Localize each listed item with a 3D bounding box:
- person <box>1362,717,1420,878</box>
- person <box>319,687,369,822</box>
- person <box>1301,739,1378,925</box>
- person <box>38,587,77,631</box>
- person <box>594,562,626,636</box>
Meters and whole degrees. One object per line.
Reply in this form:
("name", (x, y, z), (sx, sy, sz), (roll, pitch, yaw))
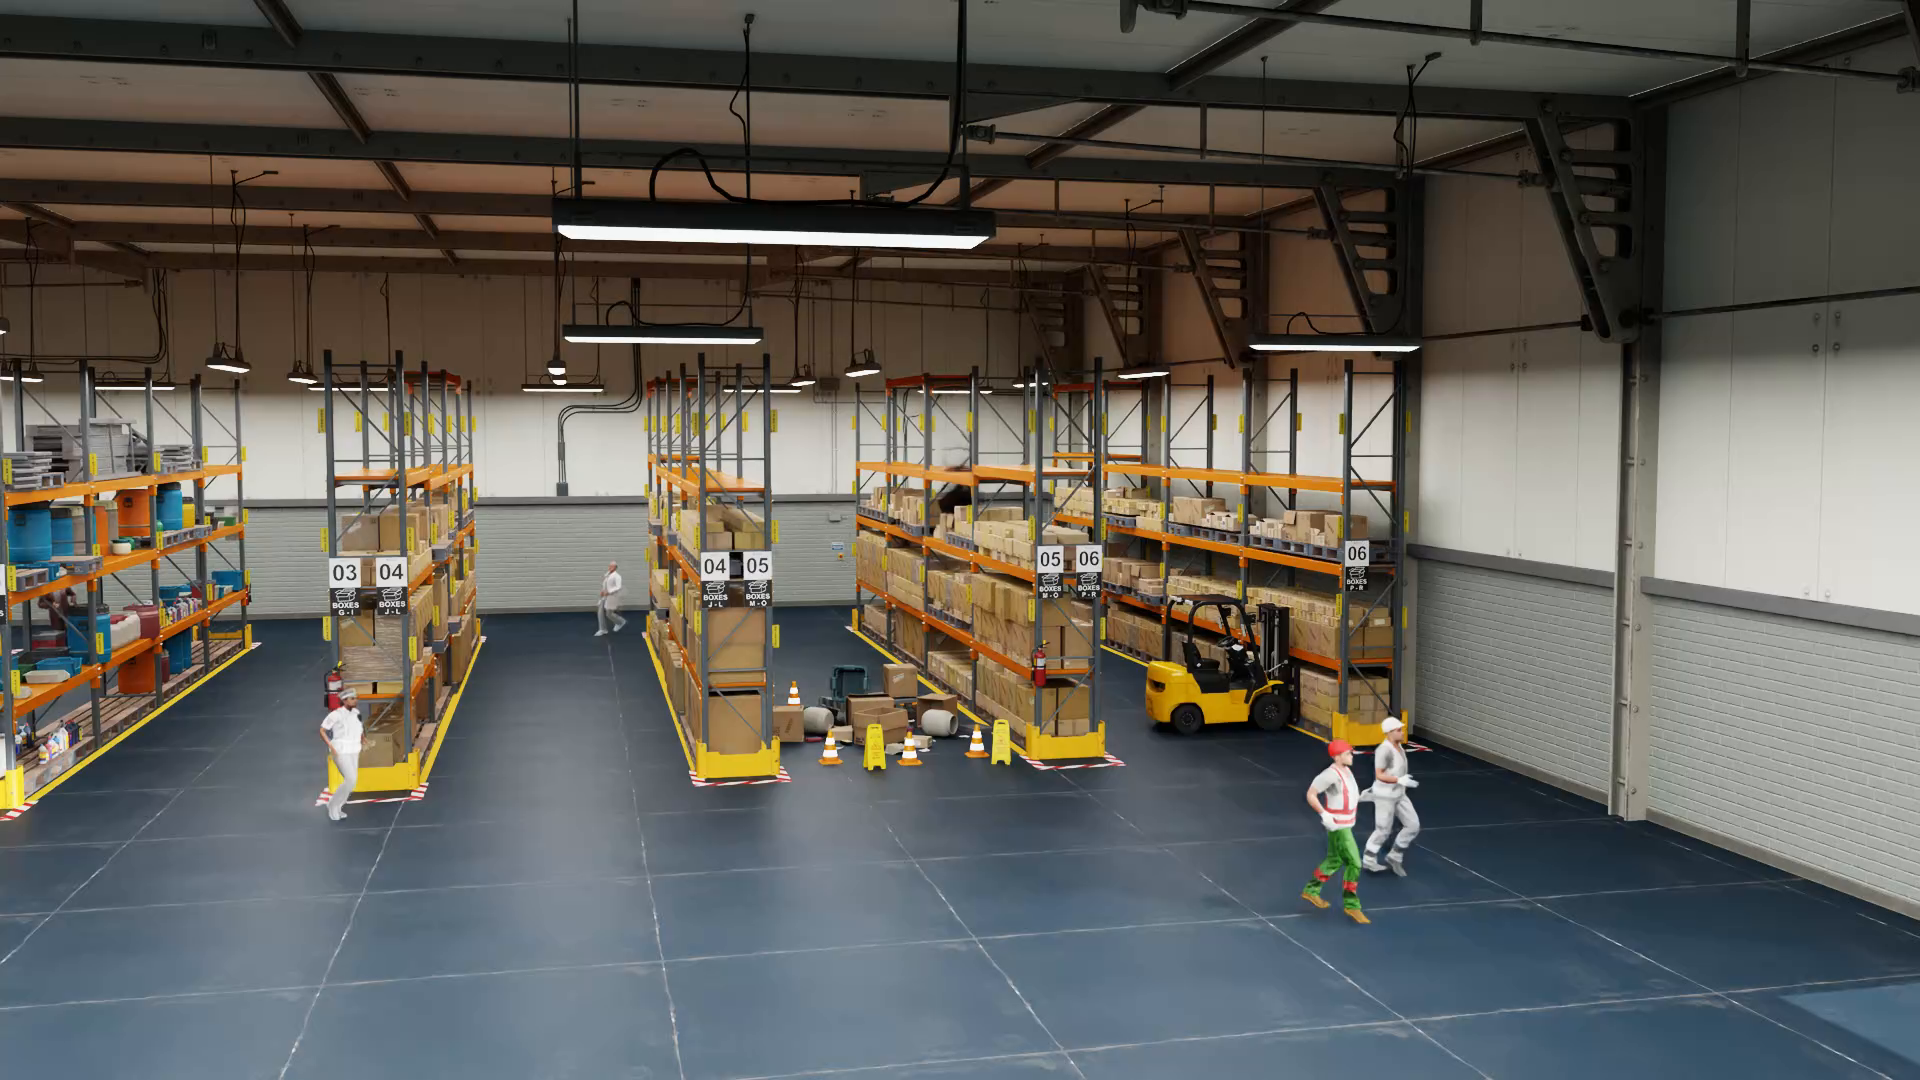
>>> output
("person", (4.766, 2.849, 18.311), (0.715, 1.805, 0.639), (4, 5, 43))
("person", (-7.745, 2.713, 21.118), (0.544, 1.680, 0.562), (2, 4, 23))
("person", (3.832, 2.934, 16.875), (0.758, 1.840, 0.639), (2, 5, 28))
("person", (-19.329, 1.663, 35.635), (0.727, 1.793, 0.984), (-2, 4, -27))
("person", (-8.256, 1.393, 39.489), (0.743, 1.765, 0.838), (4, 6, 44))
